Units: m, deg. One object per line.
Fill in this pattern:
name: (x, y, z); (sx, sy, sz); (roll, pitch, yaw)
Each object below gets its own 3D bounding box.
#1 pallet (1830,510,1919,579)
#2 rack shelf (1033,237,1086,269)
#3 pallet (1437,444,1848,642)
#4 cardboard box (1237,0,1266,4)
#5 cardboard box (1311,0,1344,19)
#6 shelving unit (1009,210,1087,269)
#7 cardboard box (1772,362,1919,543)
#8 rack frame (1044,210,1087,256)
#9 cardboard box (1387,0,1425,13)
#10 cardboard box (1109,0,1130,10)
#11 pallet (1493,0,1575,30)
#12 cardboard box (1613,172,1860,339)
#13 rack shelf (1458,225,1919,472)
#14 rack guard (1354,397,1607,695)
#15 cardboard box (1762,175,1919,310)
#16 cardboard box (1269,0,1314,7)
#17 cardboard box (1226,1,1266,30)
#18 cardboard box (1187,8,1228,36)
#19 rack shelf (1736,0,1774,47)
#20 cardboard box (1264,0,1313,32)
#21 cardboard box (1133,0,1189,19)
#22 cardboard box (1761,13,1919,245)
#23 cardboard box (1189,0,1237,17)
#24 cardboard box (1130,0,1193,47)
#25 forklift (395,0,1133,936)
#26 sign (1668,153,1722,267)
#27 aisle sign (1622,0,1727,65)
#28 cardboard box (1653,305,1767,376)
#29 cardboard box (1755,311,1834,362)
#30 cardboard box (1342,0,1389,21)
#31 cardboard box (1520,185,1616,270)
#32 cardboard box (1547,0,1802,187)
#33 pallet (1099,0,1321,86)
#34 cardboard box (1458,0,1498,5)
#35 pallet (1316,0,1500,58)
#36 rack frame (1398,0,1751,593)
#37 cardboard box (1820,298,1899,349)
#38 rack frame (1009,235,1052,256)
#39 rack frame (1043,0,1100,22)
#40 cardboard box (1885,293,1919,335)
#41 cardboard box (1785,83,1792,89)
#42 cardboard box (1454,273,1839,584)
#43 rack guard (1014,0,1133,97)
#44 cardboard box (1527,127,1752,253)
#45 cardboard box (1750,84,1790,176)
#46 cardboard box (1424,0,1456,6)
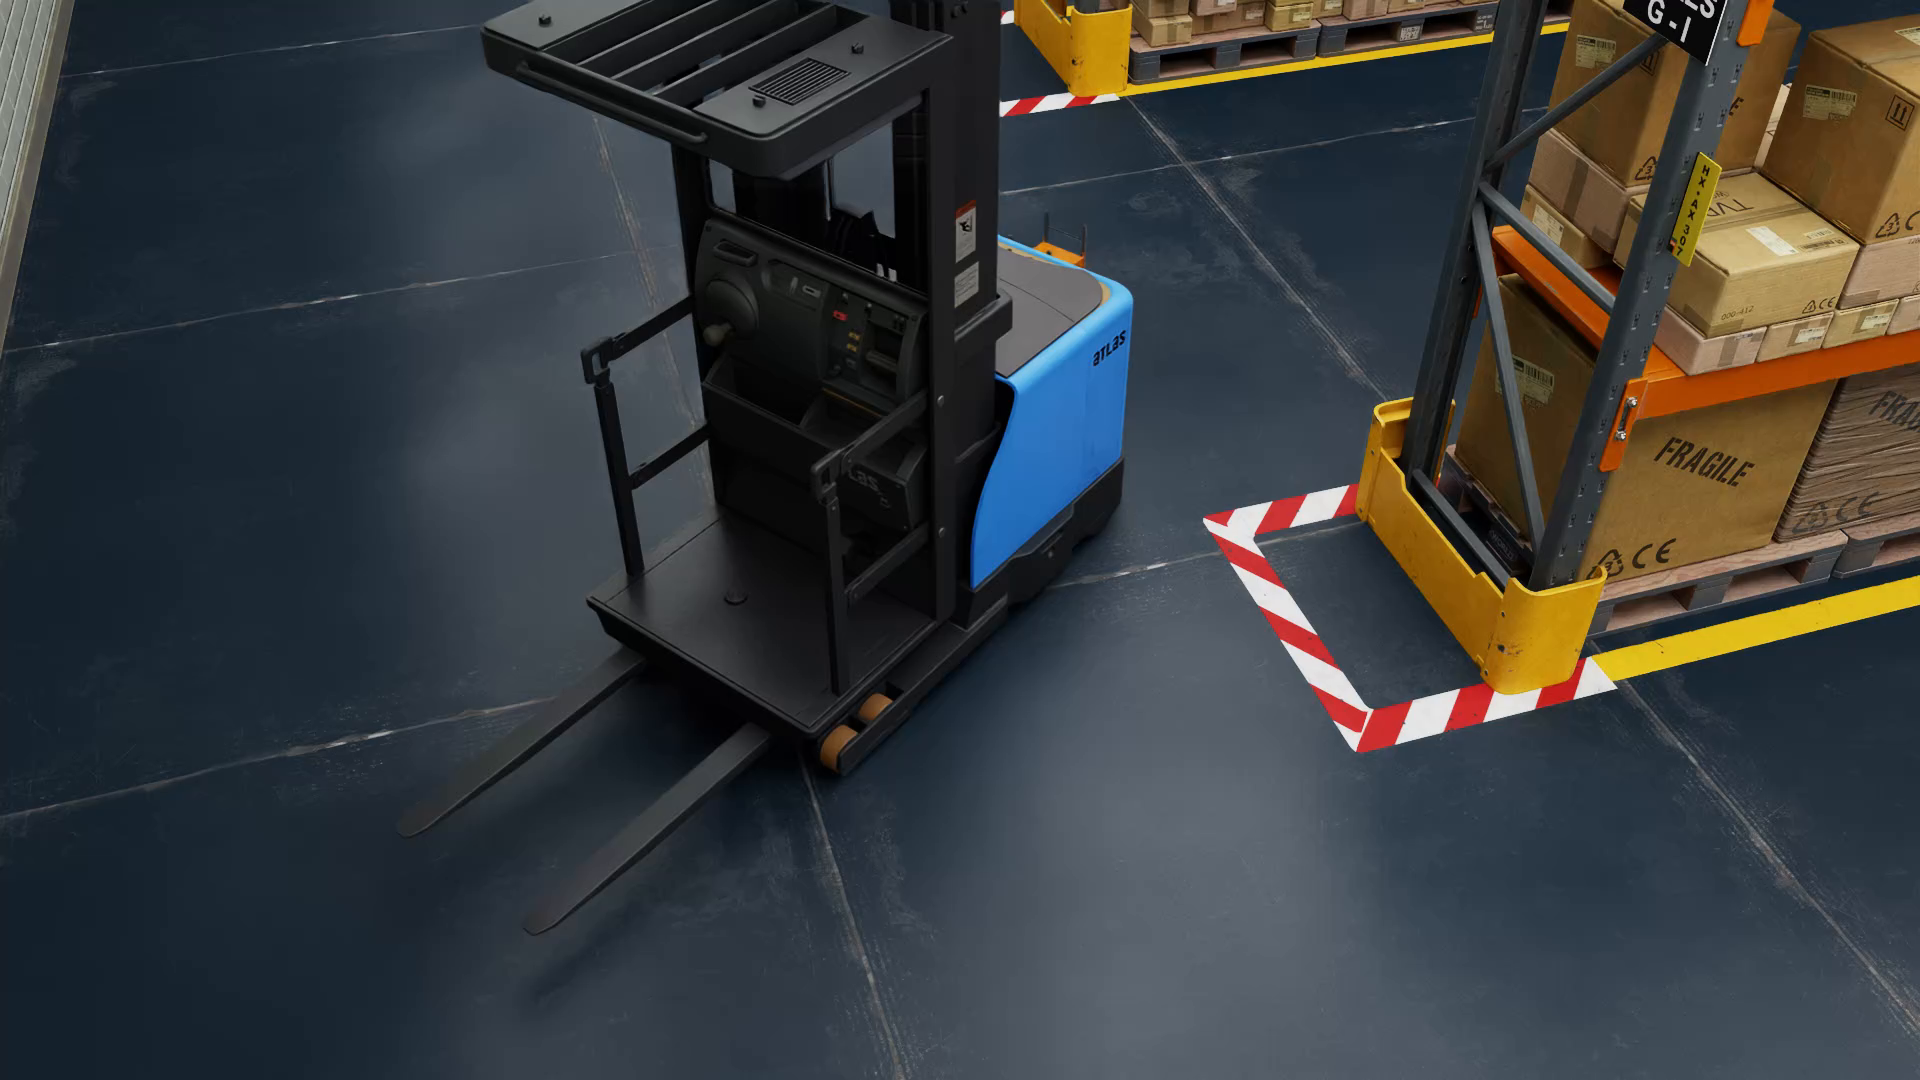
pallet: (3.882, -0.351, 6.991); (1.213, 0.211, 1.003); (-12, 42, -13)
rack shelf: (0.347, -1.029, 6.714); (0.215, 0.259, 0.240); (27, 48, 27)
pallet: (2.720, -0.112, 6.718); (1.213, 0.211, 1.003); (-12, 42, -13)
cardboard box: (1.650, -3.349, 9.925); (0.250, 0.149, 0.380); (-11, 42, -13)
cardboard box: (2.135, -3.323, 10.122); (0.250, 0.149, 0.380); (-12, 42, -13)
shelving unit: (0.347, -0.823, 6.894); (0.215, 1.050, 0.252); (27, 48, 27)
cardboard box: (3.436, -0.670, 6.532); (0.875, 0.875, 0.875); (-12, 42, -13)
rack frame: (0.422, -0.887, 6.967); (0.200, 1.050, 0.008); (27, 48, 27)
cardboard box: (2.655, -3.389, 10.197); (0.250, 0.149, 0.380); (-12, 42, -13)
cardboard box: (1.027, -3.407, 10.218); (0.250, 0.149, 0.380); (-11, 42, -12)
pallet: (3.773, -3.673, 10.794); (1.213, 0.211, 1.003); (-12, 42, -13)
cardboard box: (2.520, -0.936, 5.430); (0.500, 0.250, 0.500); (-13, 43, -14)
rack shelf: (3.889, -1.080, 6.253); (4.000, 0.370, 1.077); (-12, 42, -13)
rack guard: (1.958, -0.009, 6.380); (0.348, 0.500, 1.175); (-12, 42, -13)
cardboard box: (3.014, -1.043, 5.552); (0.500, 0.250, 0.500); (-12, 43, -14)
cardboard box: (1.927, -3.332, 9.906); (0.250, 0.149, 0.380); (-10, 42, -12)
cardboard box: (1.644, -3.232, 10.017); (0.250, 0.149, 0.380); (-11, 42, -13)
cardboard box: (1.409, -3.178, 9.956); (0.250, 0.149, 0.380); (-12, 43, -13)
rack shelf: (3.889, -2.209, 5.266); (4.000, 0.370, 1.077); (-12, 42, -13)
cardboard box: (1.920, -3.213, 9.996); (0.250, 0.149, 0.380); (-11, 42, -13)
cardboard box: (1.165, -3.227, 9.785); (0.250, 0.149, 0.380); (-10, 42, -11)
cardboard box: (2.997, -1.317, 5.296); (0.500, 0.500, 0.500); (-13, 43, -14)
cardboard box: (1.443, -3.246, 9.807); (0.250, 0.149, 0.380); (-12, 43, -13)
cardboard box: (1.184, -3.075, 9.837); (0.250, 0.149, 0.380); (-11, 42, -12)
forklift: (-0.633, -0.660, 5.277); (1.130, 2.935, 3.031); (27, 48, 27)
sign: (2.142, -0.962, 4.853); (0.005, 0.325, 0.100); (-12, 42, -13)
aisle sign: (2.003, -1.732, 4.476); (0.004, 0.787, 0.394); (-12, 42, -13)
cardboard box: (2.419, -0.724, 5.489); (0.250, 0.149, 0.380); (-11, 42, -13)
cardboard box: (2.663, -0.775, 5.548); (0.250, 0.149, 0.380); (-12, 43, -14)
cardboard box: (2.399, -3.318, 10.116); (0.250, 0.149, 0.380); (-14, 43, -15)
cardboard box: (2.222, -1.138, 5.963); (0.250, 0.149, 0.380); (-11, 42, -12)
cardboard box: (2.367, -1.554, 5.567); (0.500, 0.500, 0.500); (-11, 42, -13)
pallet: (1.446, -3.191, 10.242); (1.213, 0.211, 1.003); (-12, 42, -13)
cardboard box: (3.144, -3.467, 10.286); (0.250, 0.149, 0.380); (-12, 43, -13)
pallet: (2.607, -3.430, 10.515); (1.213, 0.211, 1.003); (-12, 42, -13)
rack frame: (1.981, -0.955, 5.564); (0.127, 3.000, 1.000); (-12, 42, -13)
cardboard box: (2.907, -0.826, 5.607); (0.250, 0.149, 0.380); (-13, 43, -14)
rack frame: (0.273, -0.759, 6.821); (0.200, 1.050, 0.008); (27, 48, 27)
rack frame: (0.588, -4.088, 9.149); (0.127, 3.000, 1.000); (-12, 42, -13)
cardboard box: (3.156, -0.878, 5.666); (0.250, 0.149, 0.380); (-12, 43, -14)
cardboard box: (3.333, -1.474, 6.045); (0.500, 0.250, 0.500); (-13, 43, -15)
cardboard box: (2.568, -0.490, 6.327); (0.875, 0.875, 0.875); (-12, 42, -13)
rack guard: (0.660, -3.161, 9.989); (0.348, 0.500, 1.175); (-12, 42, -13)
cardboard box: (2.364, -1.273, 5.815); (0.500, 0.250, 0.500); (-12, 43, -14)
cardboard box: (2.848, -1.373, 5.929); (0.500, 0.250, 0.500); (-12, 43, -14)
cardboard box: (2.875, -3.458, 10.275); (0.250, 0.149, 0.380); (-11, 42, -12)
